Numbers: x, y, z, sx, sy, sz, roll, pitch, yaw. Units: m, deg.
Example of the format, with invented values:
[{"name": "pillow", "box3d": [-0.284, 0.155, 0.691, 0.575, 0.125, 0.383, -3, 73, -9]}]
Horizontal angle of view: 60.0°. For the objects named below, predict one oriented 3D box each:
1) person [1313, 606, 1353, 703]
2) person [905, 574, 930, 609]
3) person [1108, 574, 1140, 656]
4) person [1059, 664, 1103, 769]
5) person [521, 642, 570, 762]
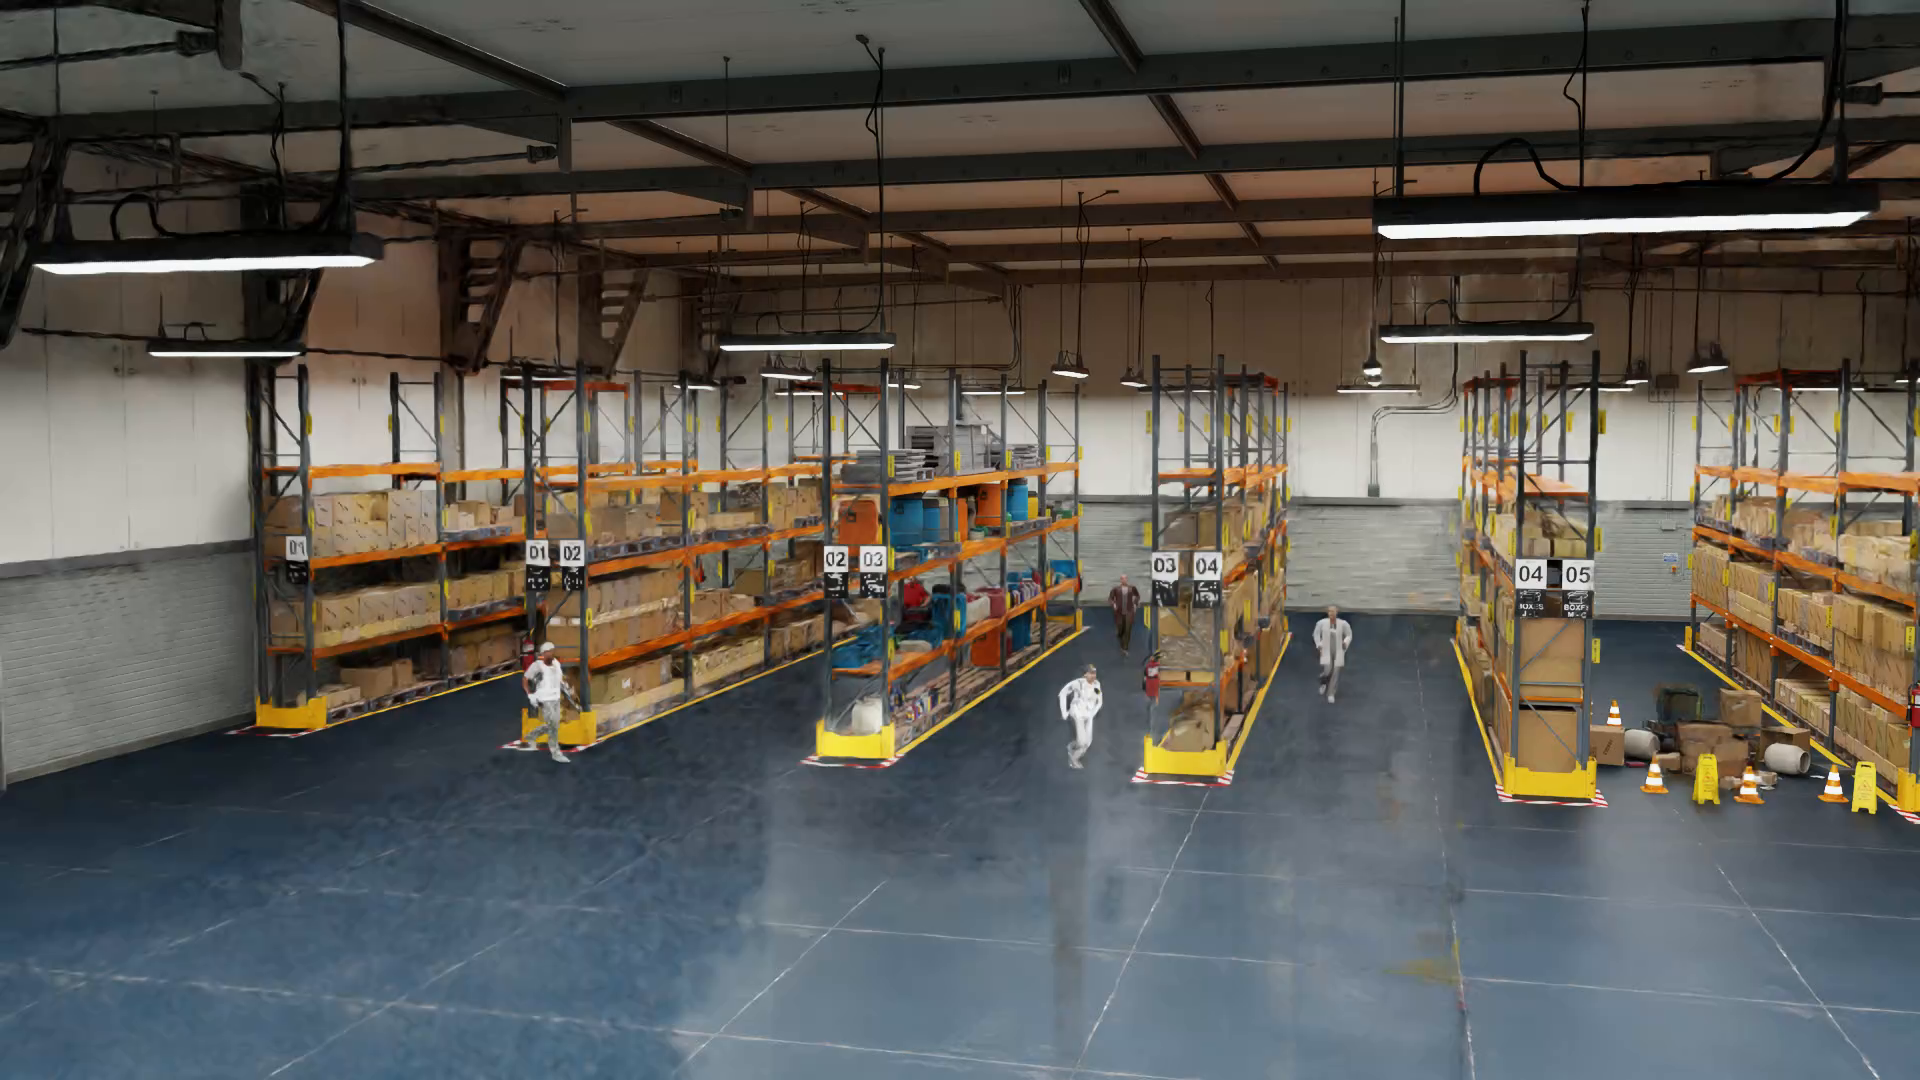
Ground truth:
[{"name": "person", "box3d": [6.766, 2.059, 30.178, 0.704, 1.750, 0.687, 1, 4, 11]}, {"name": "person", "box3d": [-0.973, 1.524, 34.464, 0.658, 1.715, 0.606, 1, 4, 15]}, {"name": "person", "box3d": [3.605, 1.615, 36.490, 0.712, 1.764, 0.918, 0, 4, 2]}, {"name": "person", "box3d": [1.755, 2.549, 24.148, 0.630, 1.570, 0.617, -2, 4, -28]}, {"name": "person", "box3d": [-6.204, 2.418, 24.924, 0.838, 1.794, 0.717, 2, 4, 25]}]
